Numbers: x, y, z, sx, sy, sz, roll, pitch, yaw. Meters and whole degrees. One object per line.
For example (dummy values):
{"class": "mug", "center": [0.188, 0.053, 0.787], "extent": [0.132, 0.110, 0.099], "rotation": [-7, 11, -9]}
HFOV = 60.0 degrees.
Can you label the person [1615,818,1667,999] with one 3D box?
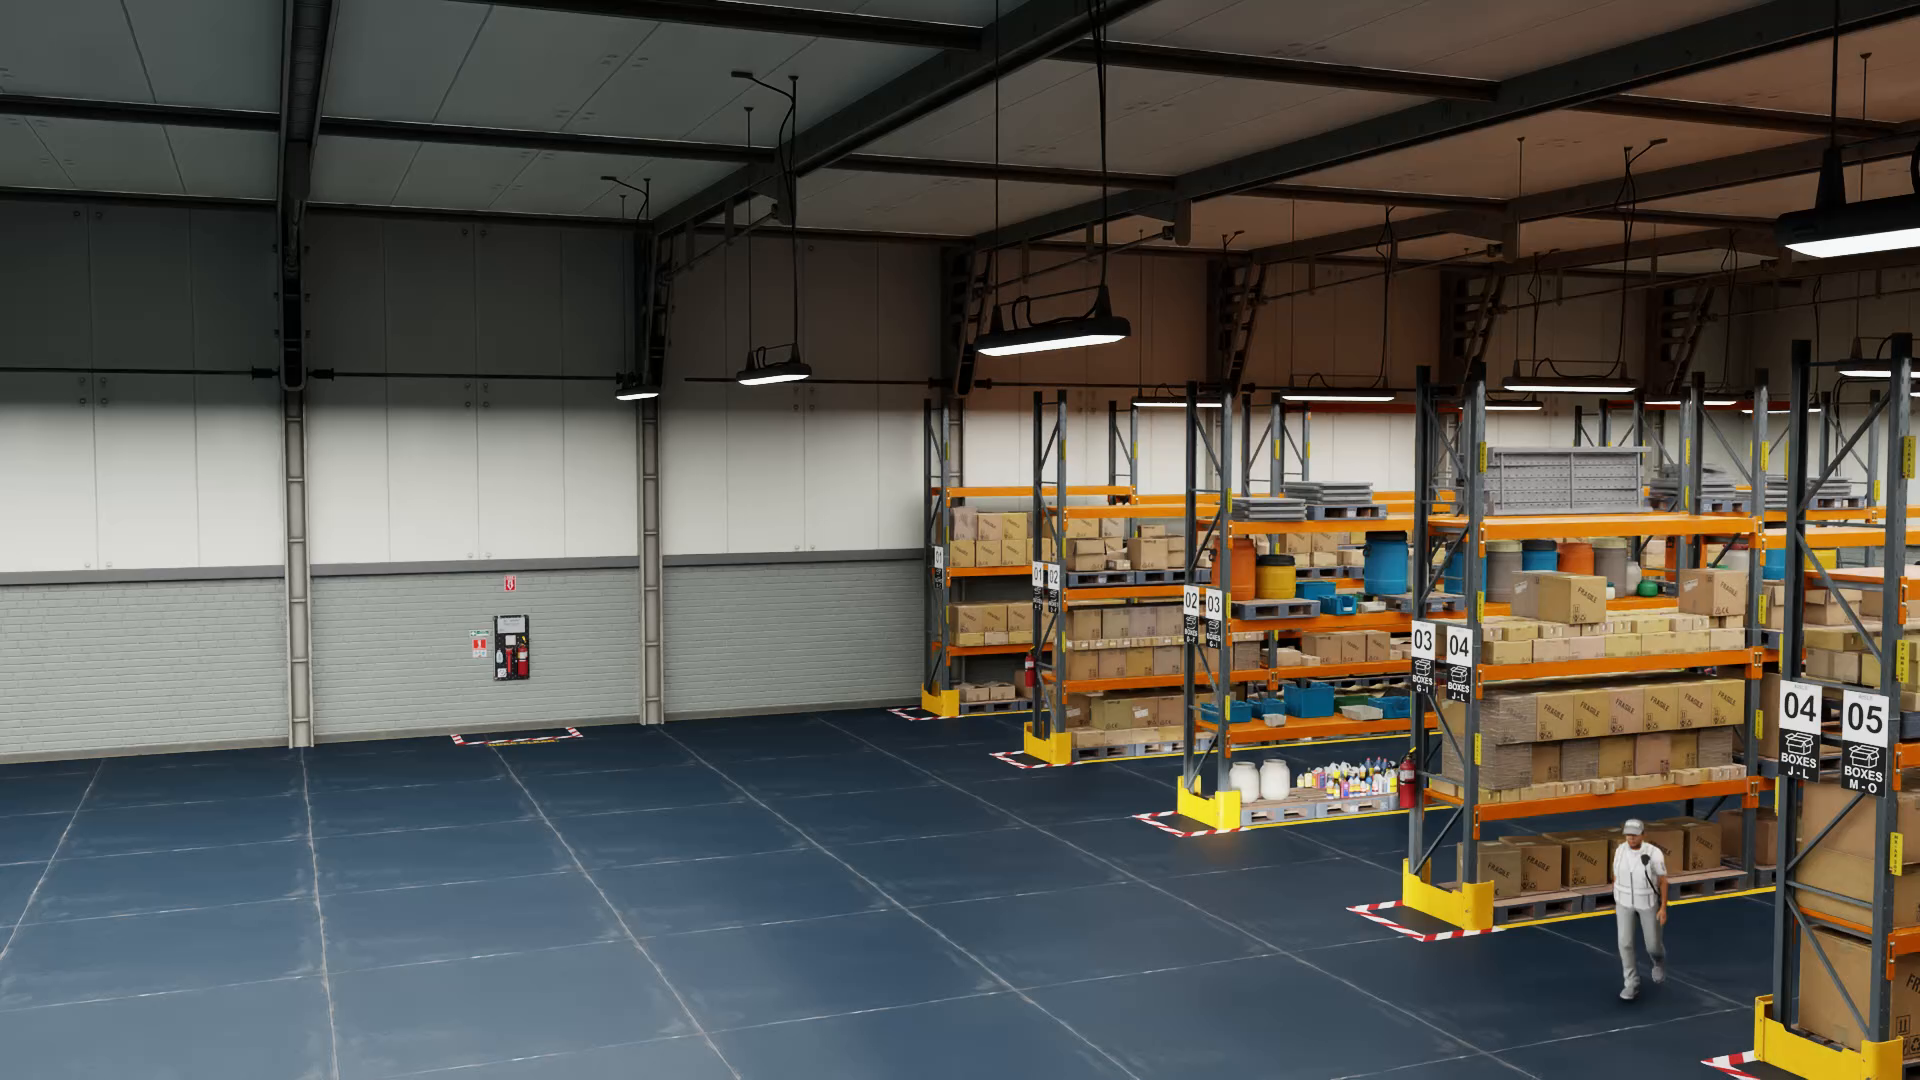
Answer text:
{"class": "person", "center": [6.378, 3.417, 15.585], "extent": [0.425, 1.644, 0.707], "rotation": [3, 4, 38]}
